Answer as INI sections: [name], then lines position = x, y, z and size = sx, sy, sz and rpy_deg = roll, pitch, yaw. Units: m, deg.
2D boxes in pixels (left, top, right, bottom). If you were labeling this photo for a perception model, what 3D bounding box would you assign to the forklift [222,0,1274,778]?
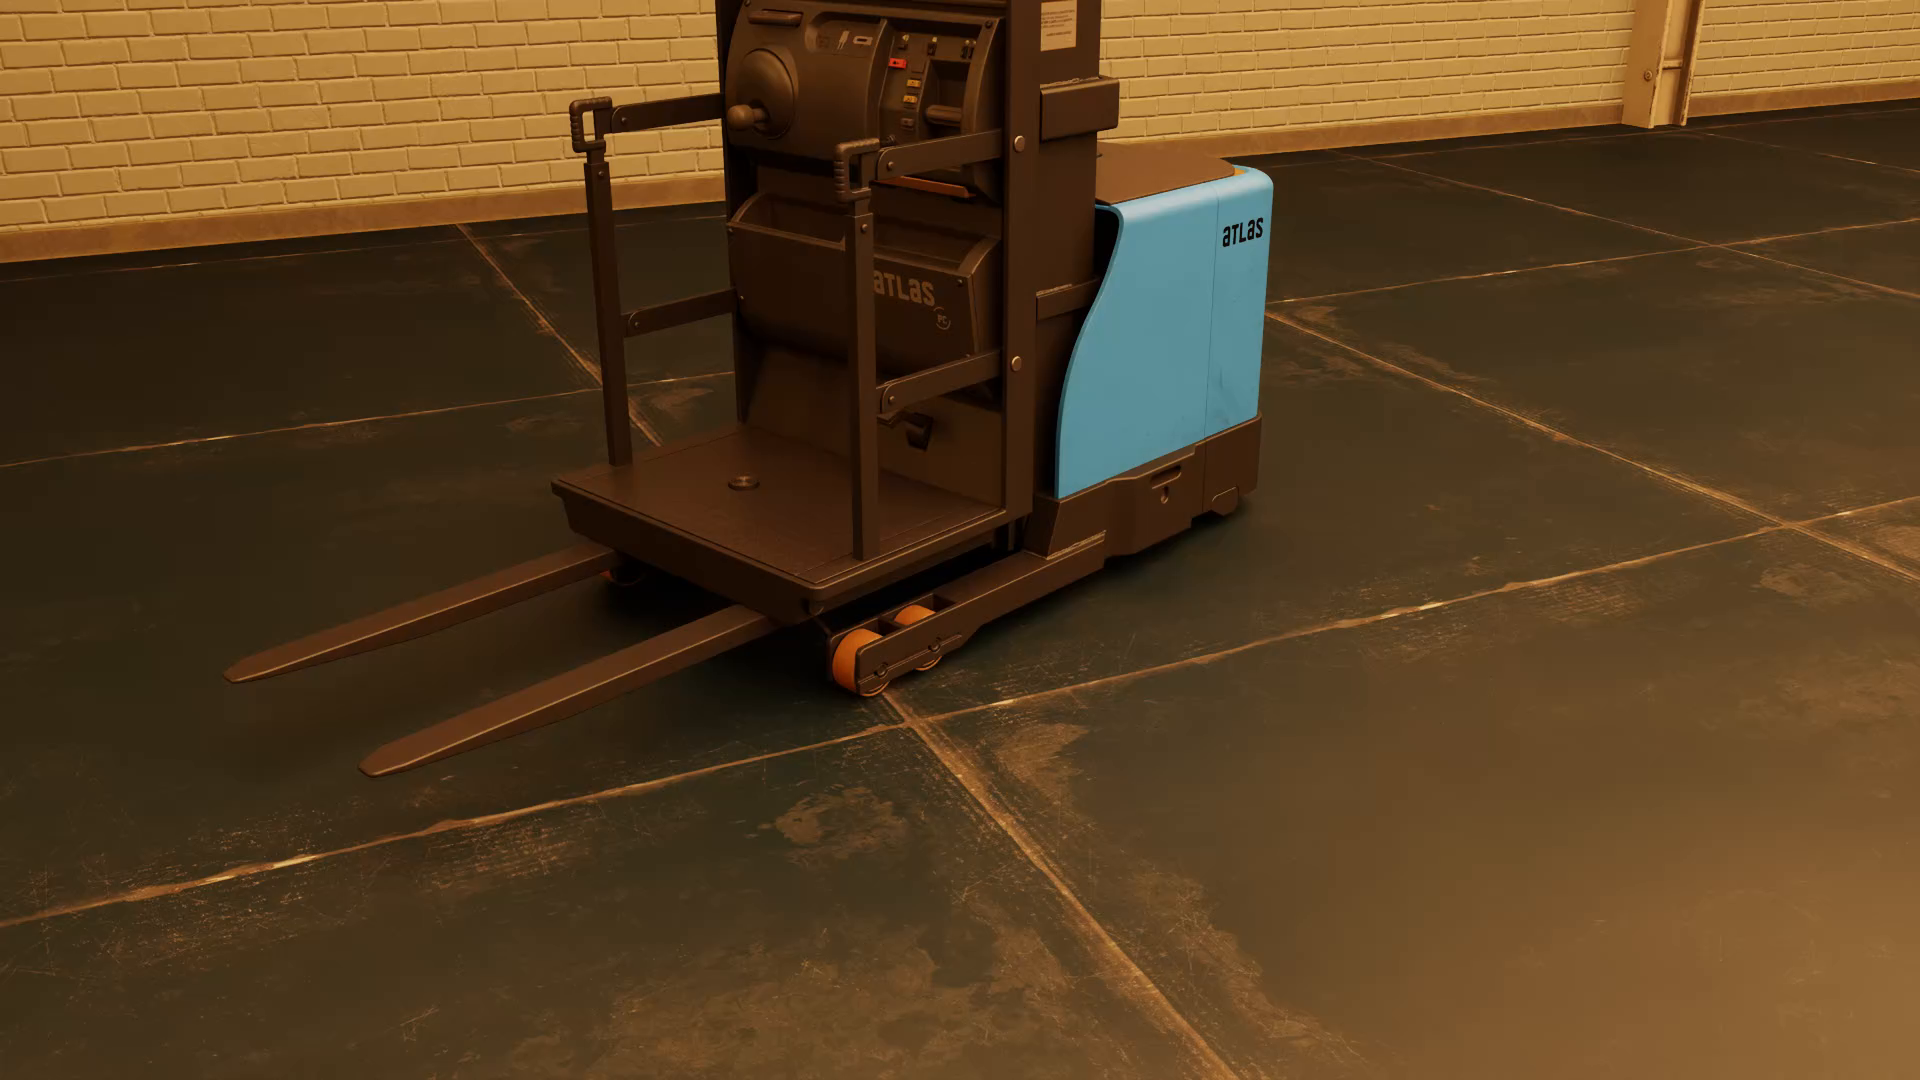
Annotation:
[forklift]
position = -0.413, -1.182, 4.131
size = 1.130, 2.935, 3.031
rpy_deg = 19, 29, 39
